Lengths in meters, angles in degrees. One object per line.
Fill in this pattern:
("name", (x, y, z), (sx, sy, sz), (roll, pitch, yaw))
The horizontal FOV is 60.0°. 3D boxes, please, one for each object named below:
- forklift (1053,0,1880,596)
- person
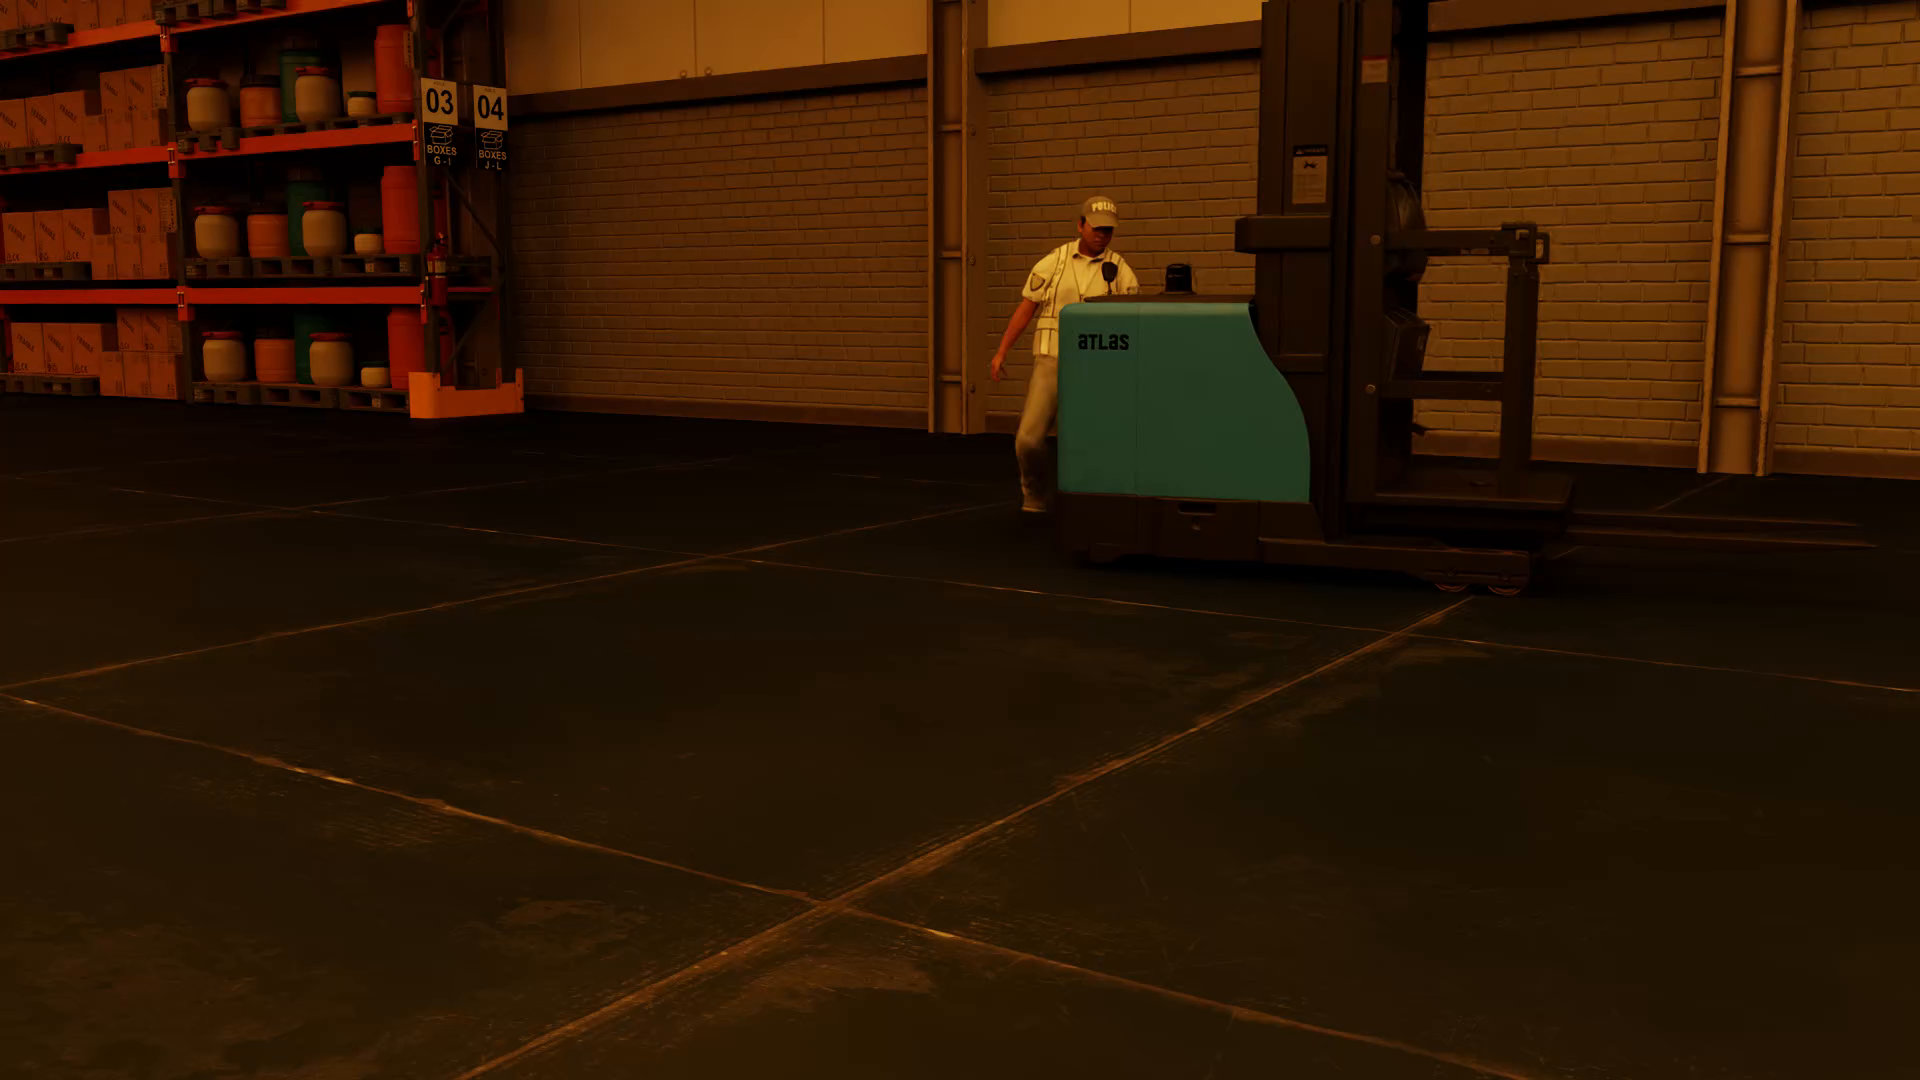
("forklift", (1.954, -1.329, 6.536), (3.031, 2.935, 1.130), (3, 9, 22))
("person", (0.560, -0.848, 8.017), (0.834, 1.587, 0.484), (1, 8, 7))
